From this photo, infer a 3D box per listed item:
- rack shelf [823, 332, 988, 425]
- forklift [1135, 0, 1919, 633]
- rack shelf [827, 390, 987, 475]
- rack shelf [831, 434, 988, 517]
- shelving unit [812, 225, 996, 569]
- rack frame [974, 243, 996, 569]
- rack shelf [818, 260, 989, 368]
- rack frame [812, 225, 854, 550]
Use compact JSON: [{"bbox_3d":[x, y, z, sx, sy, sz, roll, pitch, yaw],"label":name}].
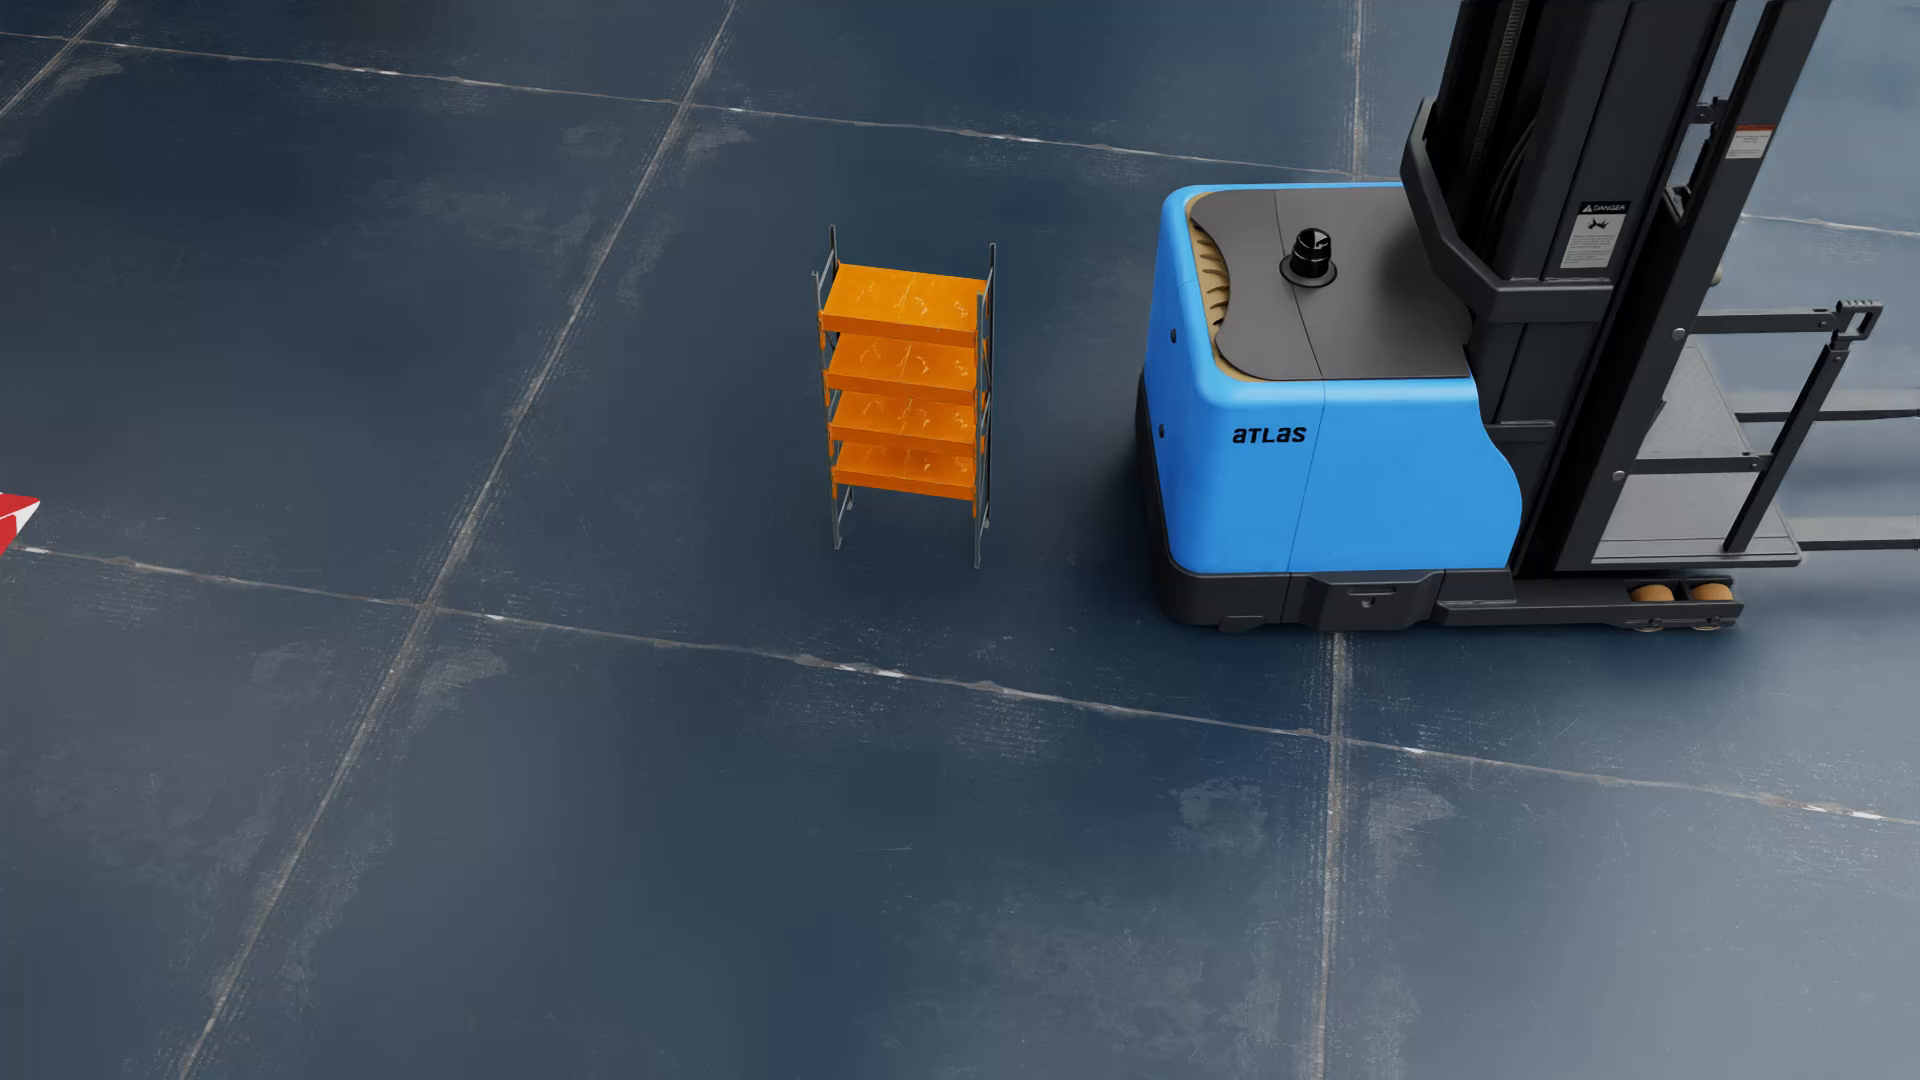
[{"bbox_3d":[-0.163,-0.527,5.207,0.480,0.148,0.258,8,49,7],"label":"rack shelf"},{"bbox_3d":[2.160,-1.074,4.744,3.031,2.935,1.130,-1,48,-1],"label":"forklift"},{"bbox_3d":[-0.163,-0.378,5.373,0.480,0.148,0.258,8,49,7],"label":"rack shelf"},{"bbox_3d":[-0.163,-0.245,5.521,0.480,0.148,0.258,8,49,7],"label":"rack shelf"},{"bbox_3d":[-0.163,-0.423,5.323,0.503,1.200,0.258,8,49,7],"label":"shelving unit"},{"bbox_3d":[0.077,-0.391,5.294,0.015,1.200,0.240,8,49,7],"label":"rack frame"},{"bbox_3d":[-0.163,-0.686,5.031,0.480,0.148,0.258,8,49,7],"label":"rack shelf"},{"bbox_3d":[-0.403,-0.455,5.352,0.015,1.200,0.240,8,49,7],"label":"rack frame"}]
